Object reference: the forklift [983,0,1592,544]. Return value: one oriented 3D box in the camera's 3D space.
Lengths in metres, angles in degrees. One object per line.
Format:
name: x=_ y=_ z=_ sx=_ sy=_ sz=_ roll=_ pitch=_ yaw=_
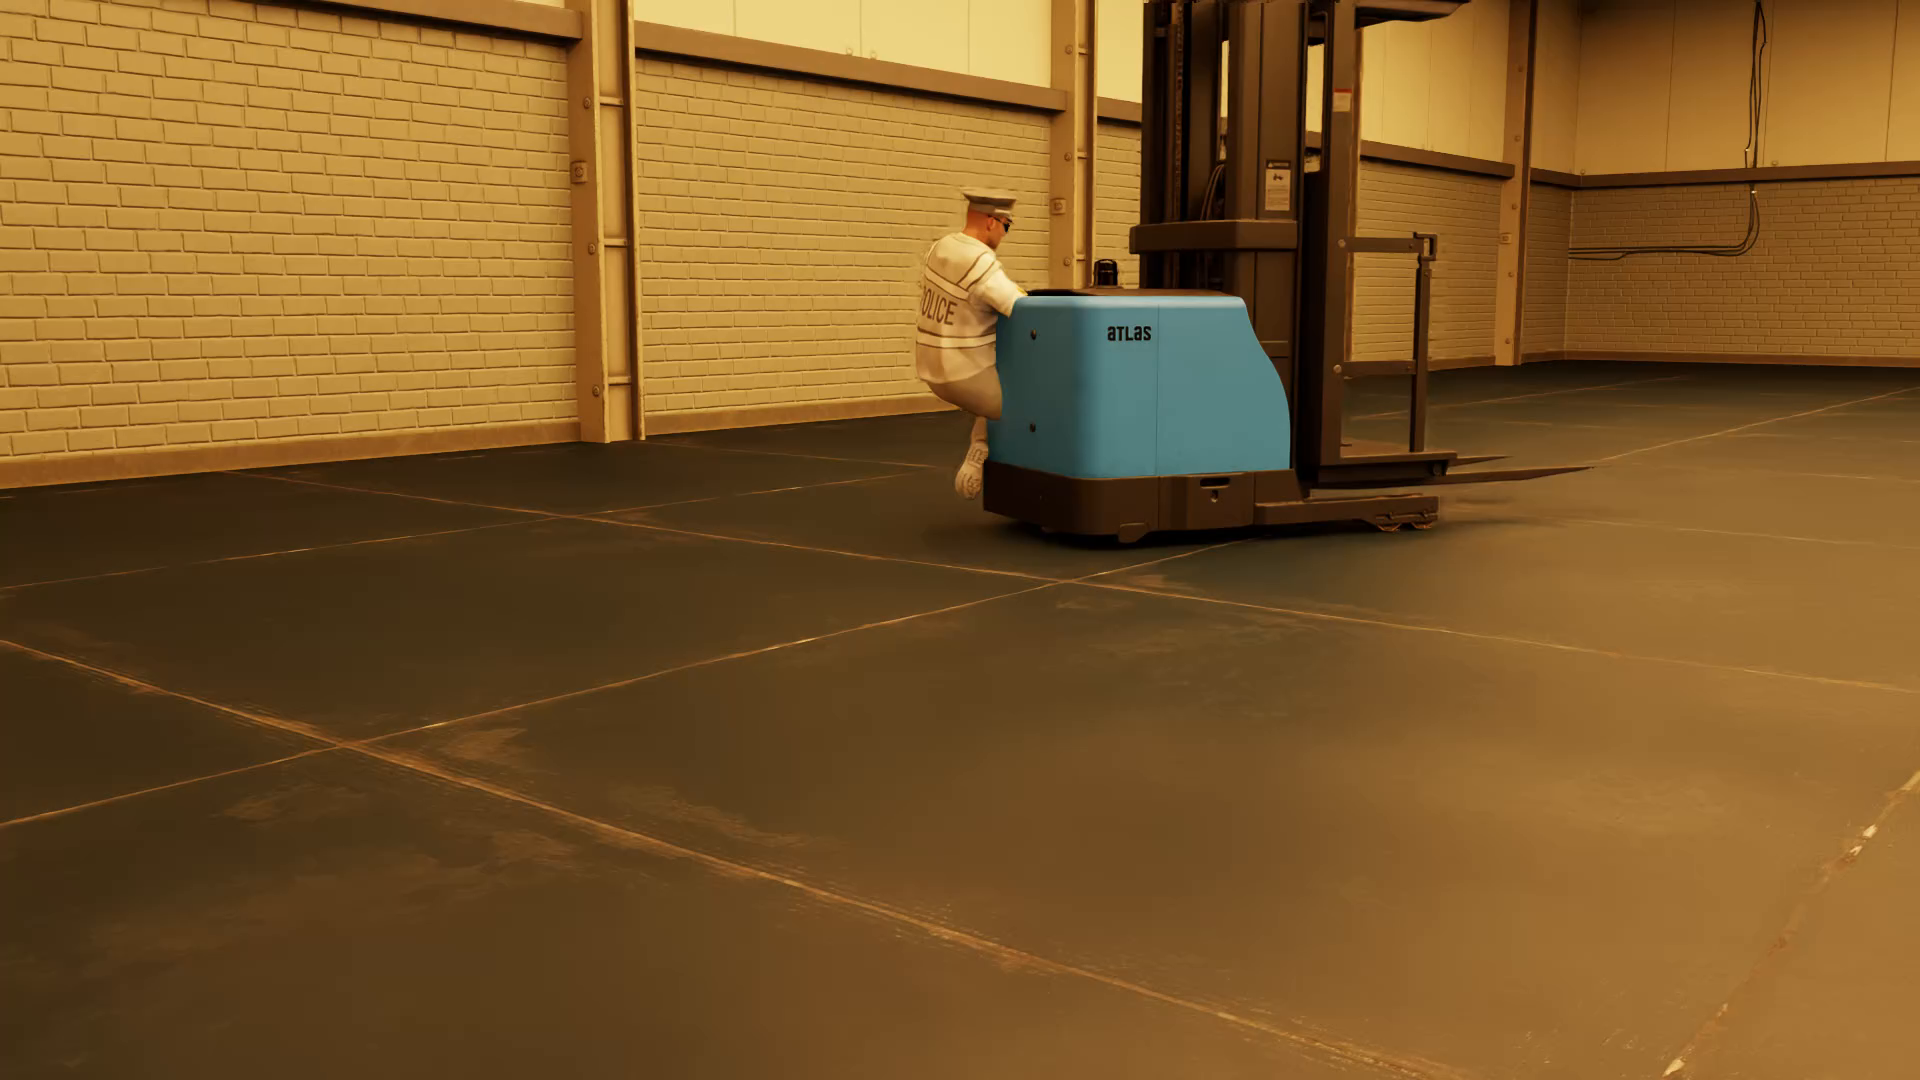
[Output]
forklift: x=1.673 y=-1.552 z=7.889 sx=3.031 sy=2.935 sz=1.130 roll=-4 pitch=9 yaw=-24
